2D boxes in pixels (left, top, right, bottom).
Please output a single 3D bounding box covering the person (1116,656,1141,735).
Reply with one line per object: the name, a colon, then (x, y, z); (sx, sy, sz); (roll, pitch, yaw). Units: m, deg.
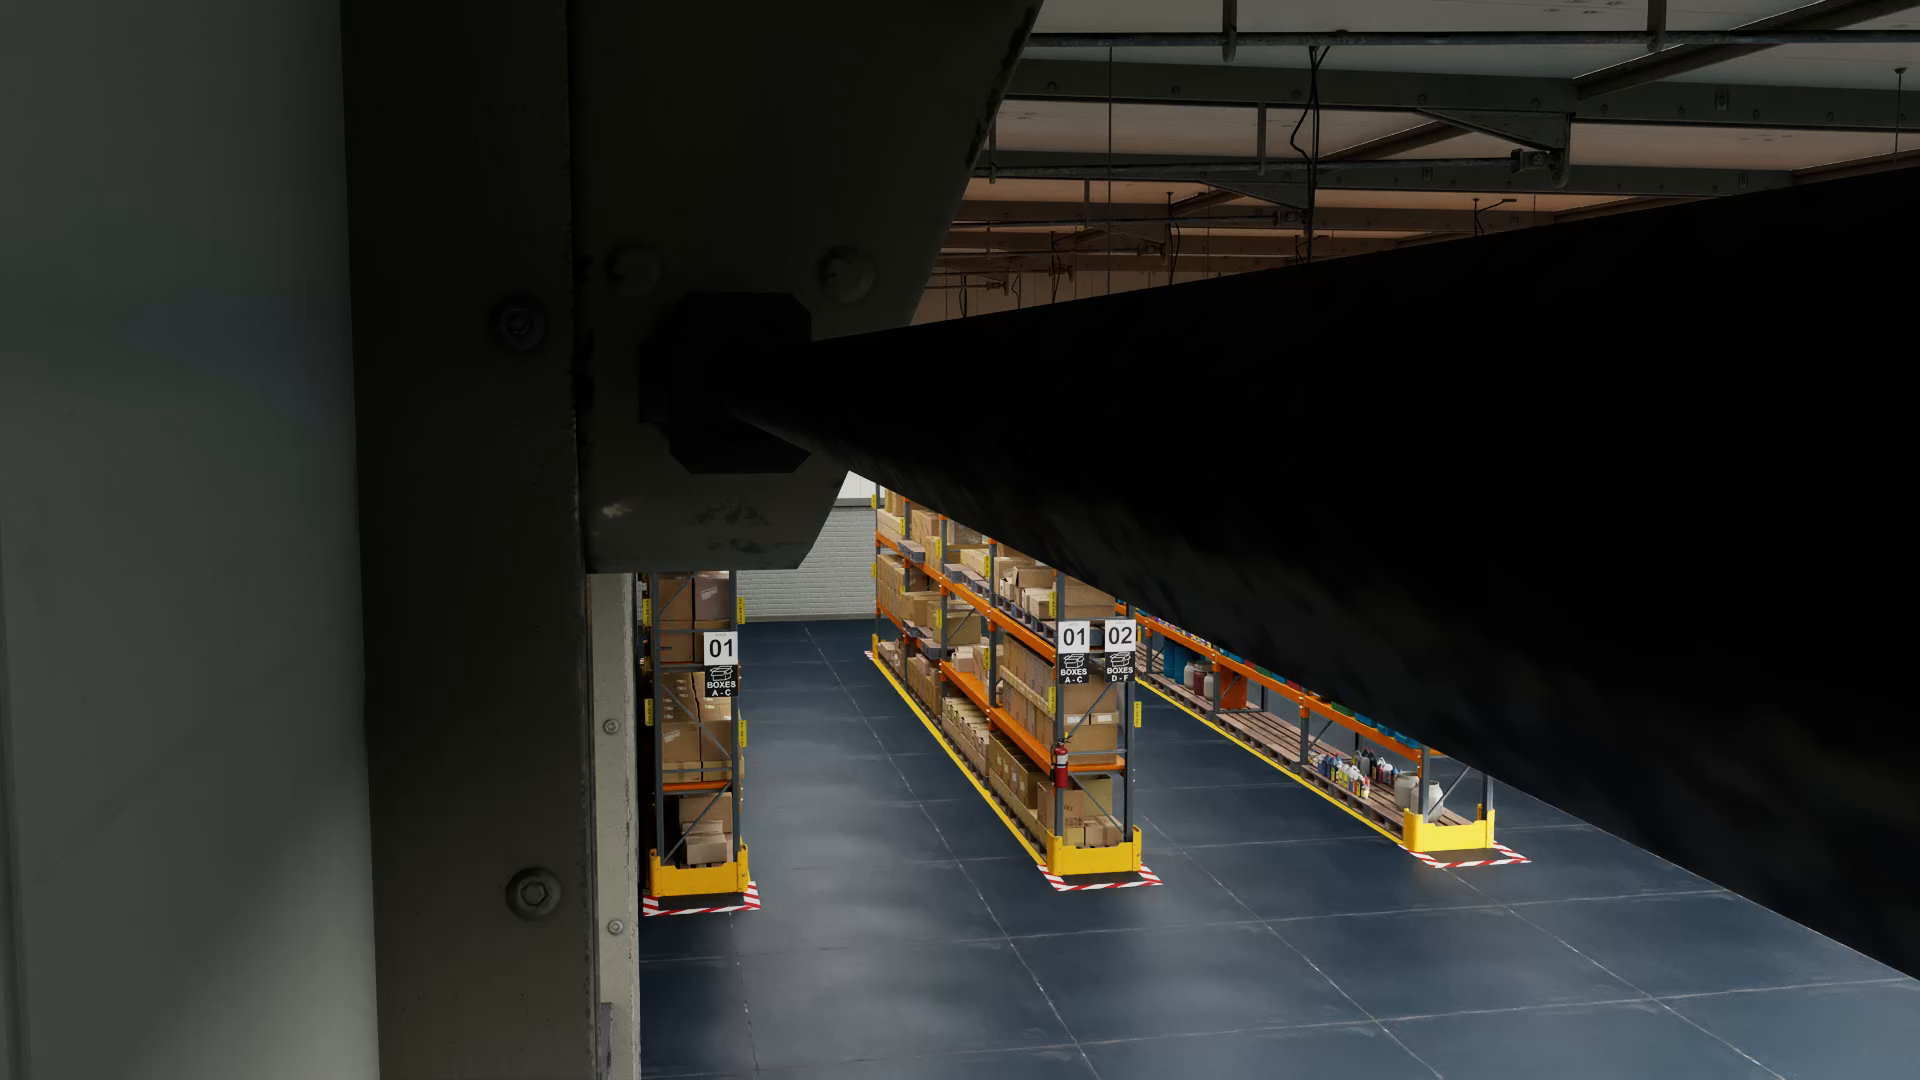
person: (2.853, 2.513, 28.895); (0.583, 1.674, 0.924); (-2, 6, -16)
